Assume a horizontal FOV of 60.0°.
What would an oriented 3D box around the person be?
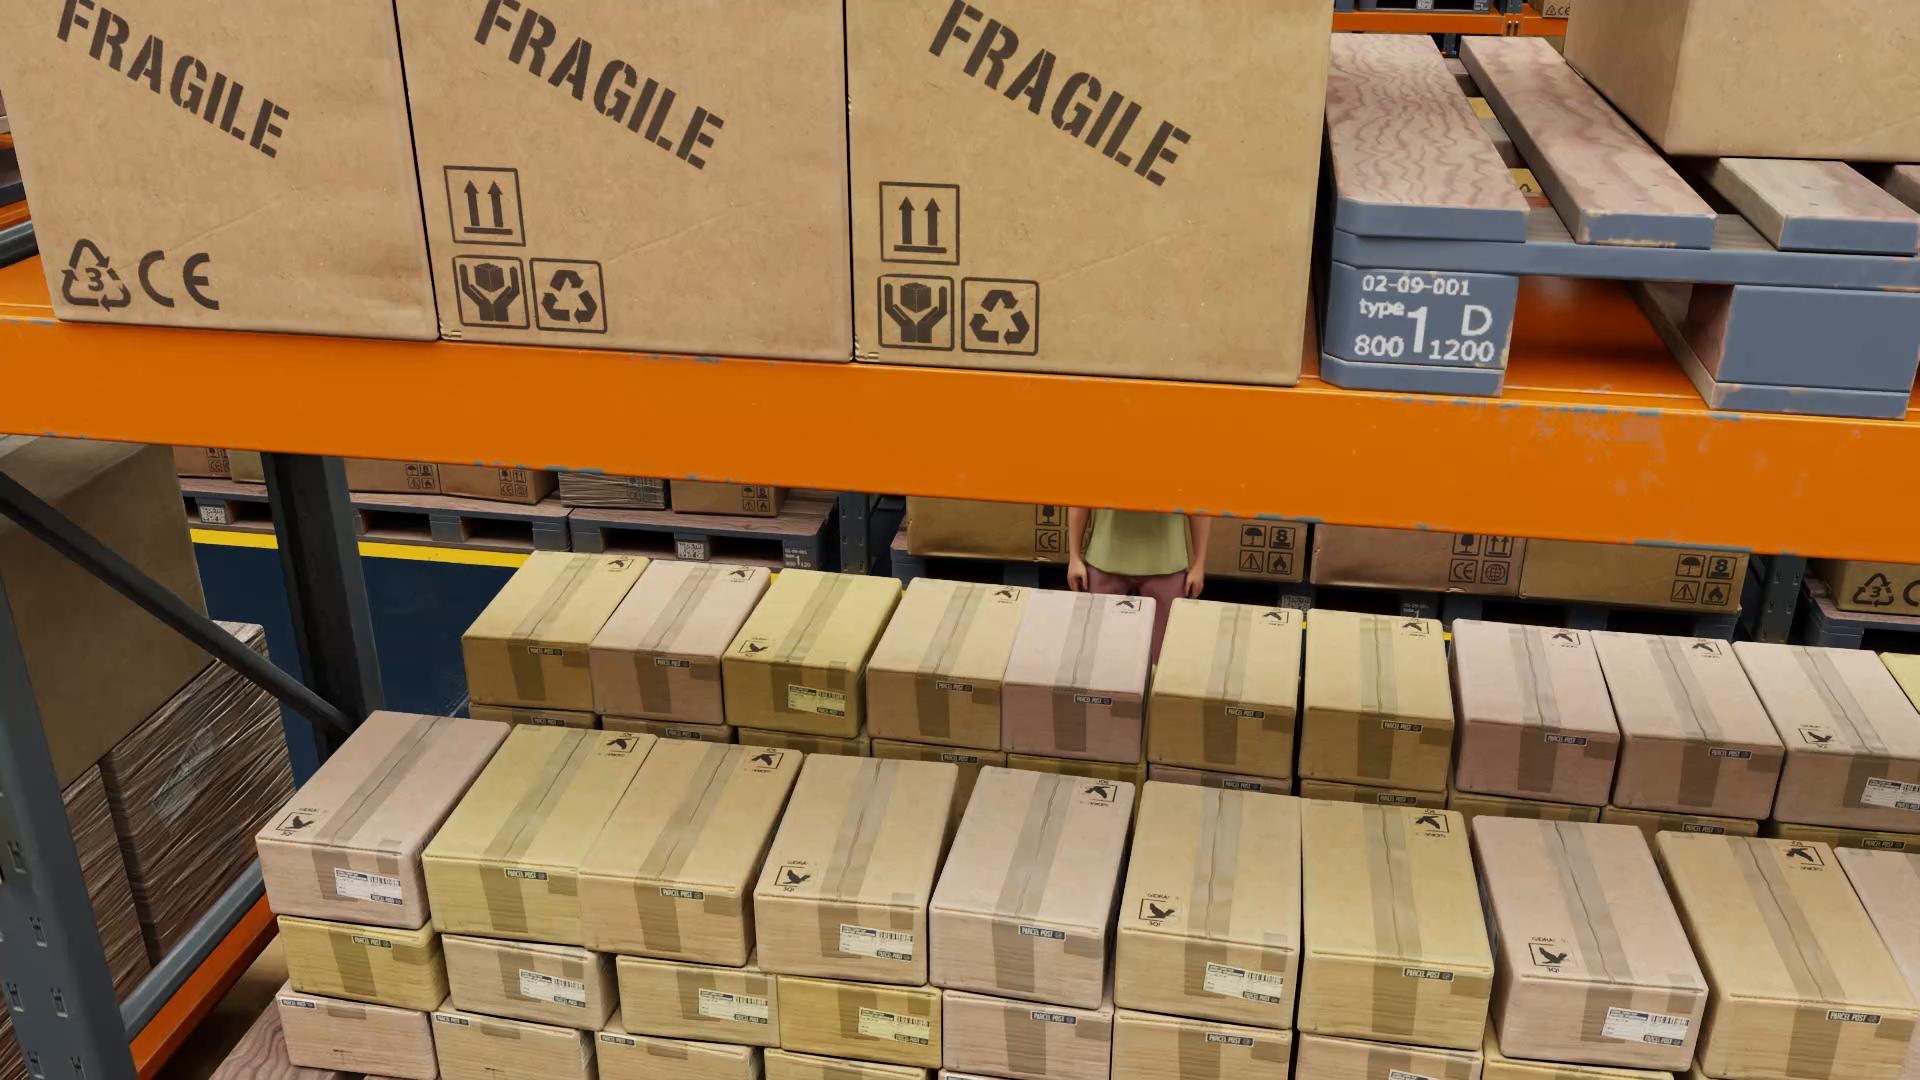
[{"bbox_3d":[0.613,0.131,5.833,0.499,1.668,0.390,4,25,9],"label":"person"}]
